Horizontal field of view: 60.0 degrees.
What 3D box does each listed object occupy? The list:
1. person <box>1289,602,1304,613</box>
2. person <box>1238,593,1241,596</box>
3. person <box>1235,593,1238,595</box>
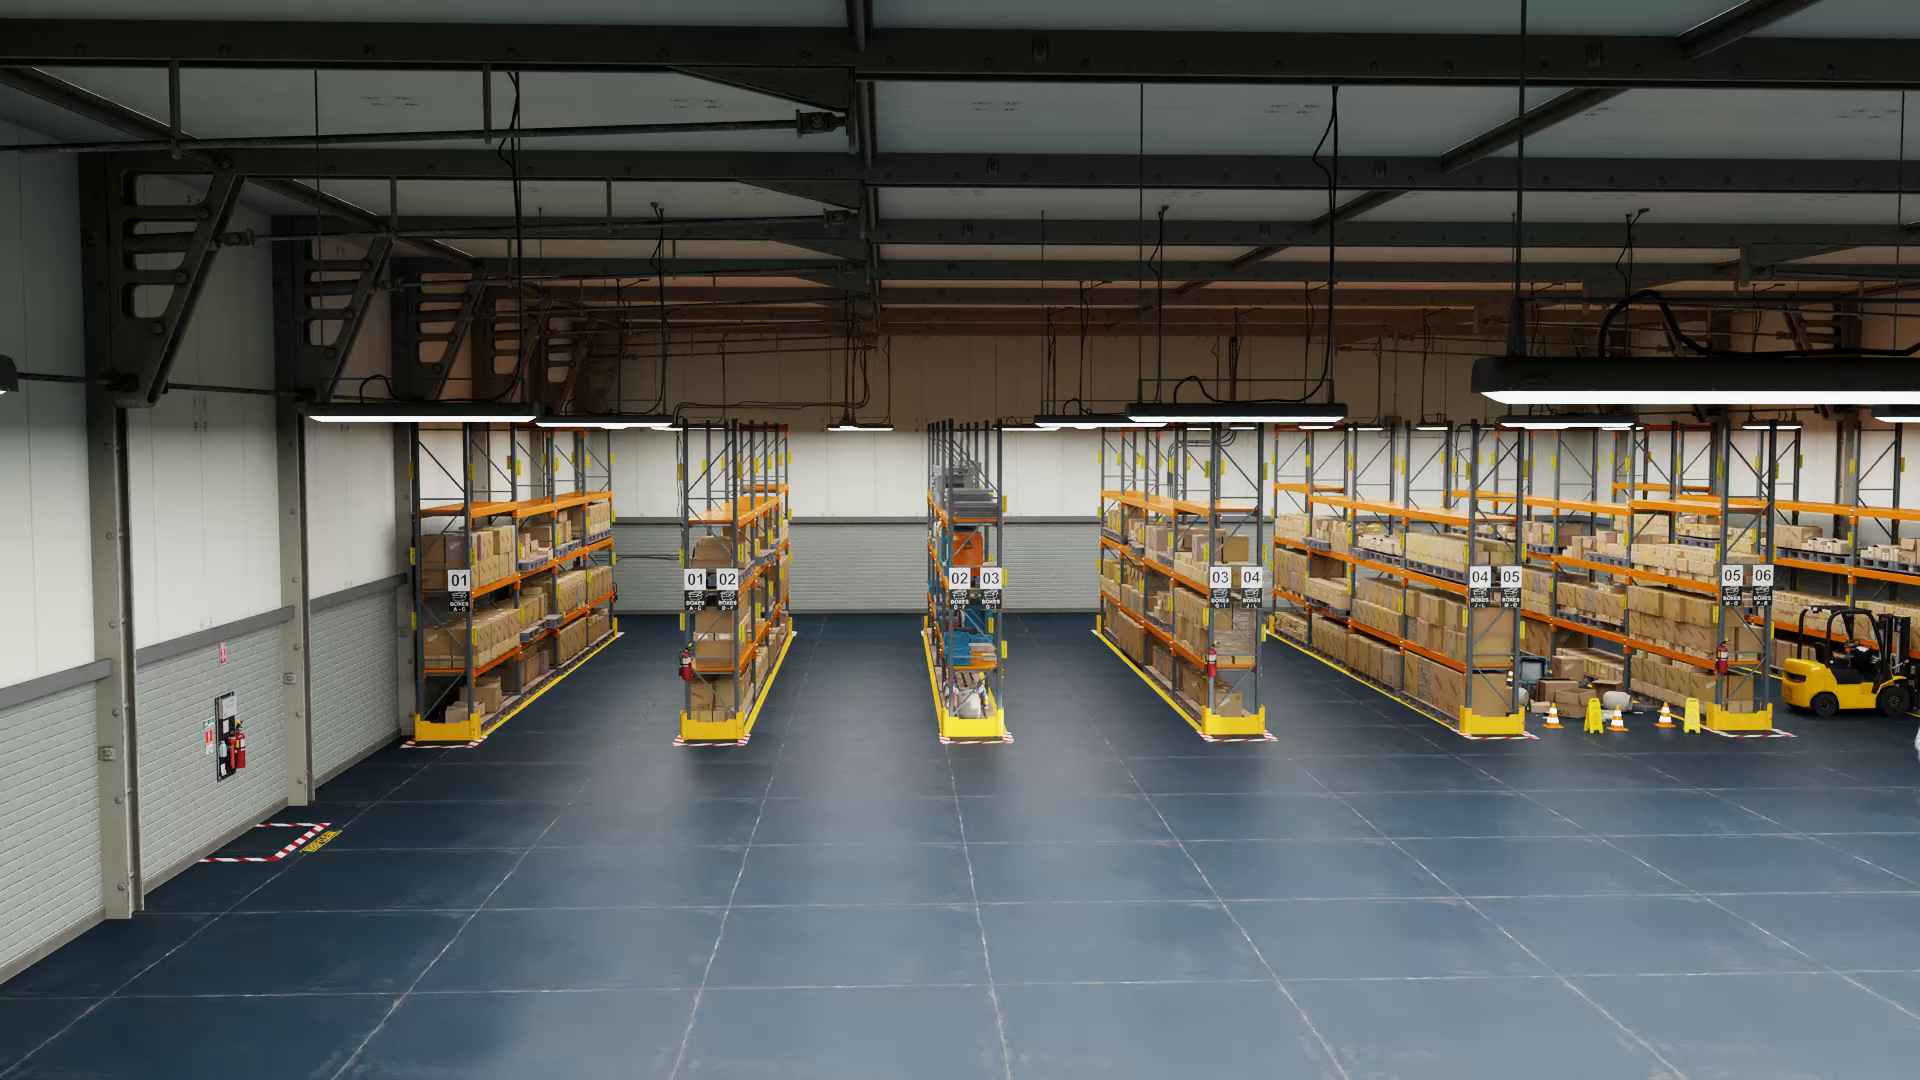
[{"bbox_3d":[9.952,1.757,49.145,0.807,1.598,0.857,1,4,17],"label":"person"},{"bbox_3d":[7.786,1.995,44.997,0.646,1.680,0.606,0,4,2],"label":"person"},{"bbox_3d":[7.882,1.771,48.271,0.650,1.778,0.738,-3,5,-37],"label":"person"}]
